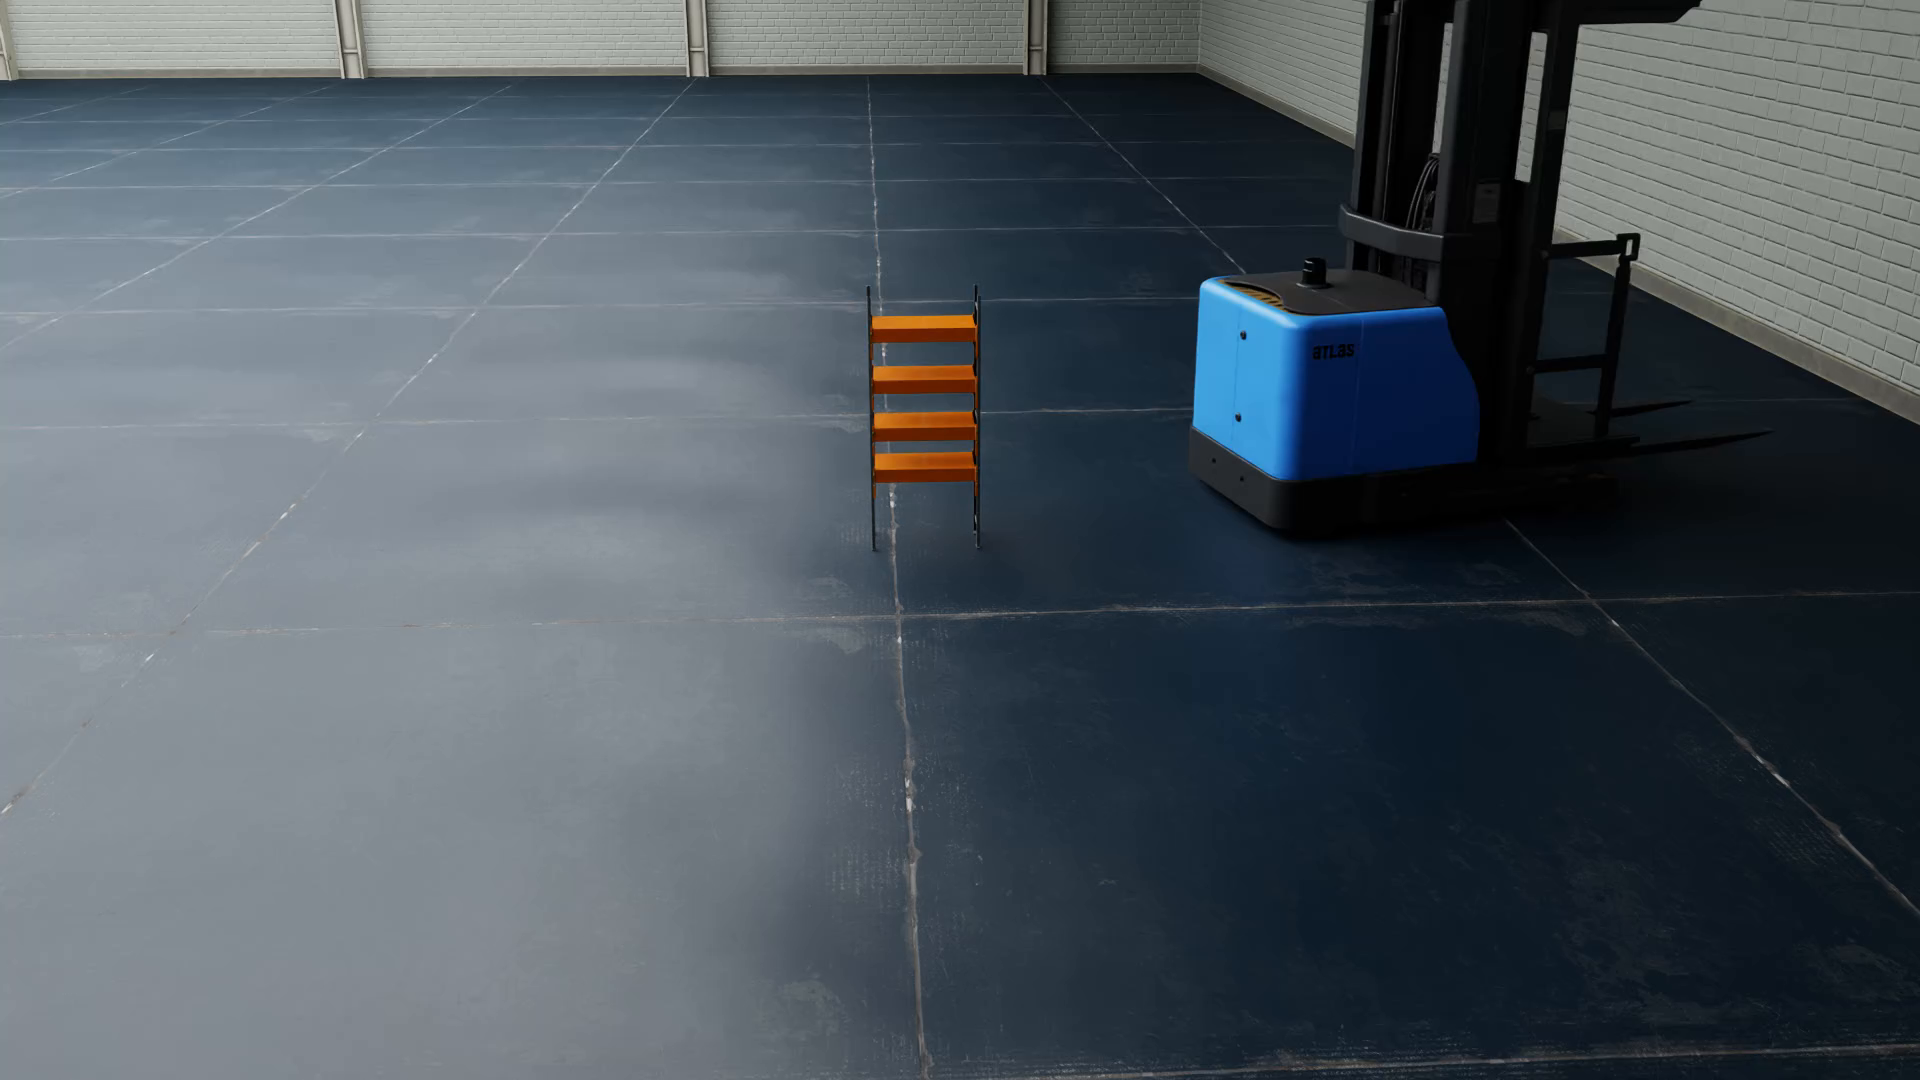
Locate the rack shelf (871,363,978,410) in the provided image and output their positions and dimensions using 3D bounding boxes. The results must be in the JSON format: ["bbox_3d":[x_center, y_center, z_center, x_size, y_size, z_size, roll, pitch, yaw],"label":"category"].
[{"bbox_3d":[-0.165,-0.704,7.611,0.480,0.148,0.258,-1,21,-3],"label":"rack shelf"}]

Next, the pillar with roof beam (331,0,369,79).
[{"bbox_3d":[-10.391,-10.810,23.636,0.400,9.000,9.100,-1,21,-3],"label":"pillar with roof beam"}]

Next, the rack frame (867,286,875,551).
[{"bbox_3d":[-0.409,-0.552,7.654,0.015,1.200,0.240,-1,21,-3],"label":"rack frame"}]

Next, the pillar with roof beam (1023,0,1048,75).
[{"bbox_3d":[1.589,-11.054,24.277,0.400,9.000,9.100,-1,21,-3],"label":"pillar with roof beam"}]

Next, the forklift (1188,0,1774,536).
[{"bbox_3d":[2.760,-1.683,8.192,3.031,2.935,1.130,-7,22,-17],"label":"forklift"}]

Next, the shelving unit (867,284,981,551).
[{"bbox_3d":[-0.165,-0.557,7.667,0.503,1.200,0.258,-1,21,-3],"label":"shelving unit"}]

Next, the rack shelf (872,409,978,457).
[{"bbox_3d":[-0.165,-0.494,7.691,0.480,0.148,0.258,-1,21,-3],"label":"rack shelf"}]

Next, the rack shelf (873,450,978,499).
[{"bbox_3d":[-0.165,-0.309,7.762,0.480,0.148,0.258,-1,21,-3],"label":"rack shelf"}]

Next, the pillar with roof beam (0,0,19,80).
[{"bbox_3d":[-16.381,-10.689,23.316,0.400,9.000,9.100,-1,21,-3],"label":"pillar with roof beam"}]

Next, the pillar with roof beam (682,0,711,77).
[{"bbox_3d":[-4.401,-10.932,23.956,0.400,9.000,9.100,-1,21,-3],"label":"pillar with roof beam"}]

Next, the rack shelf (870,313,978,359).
[{"bbox_3d":[-0.165,-0.925,7.527,0.480,0.148,0.258,-1,21,-3],"label":"rack shelf"}]

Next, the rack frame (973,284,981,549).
[{"bbox_3d":[0.078,-0.562,7.680,0.015,1.200,0.240,-1,21,-3],"label":"rack frame"}]
